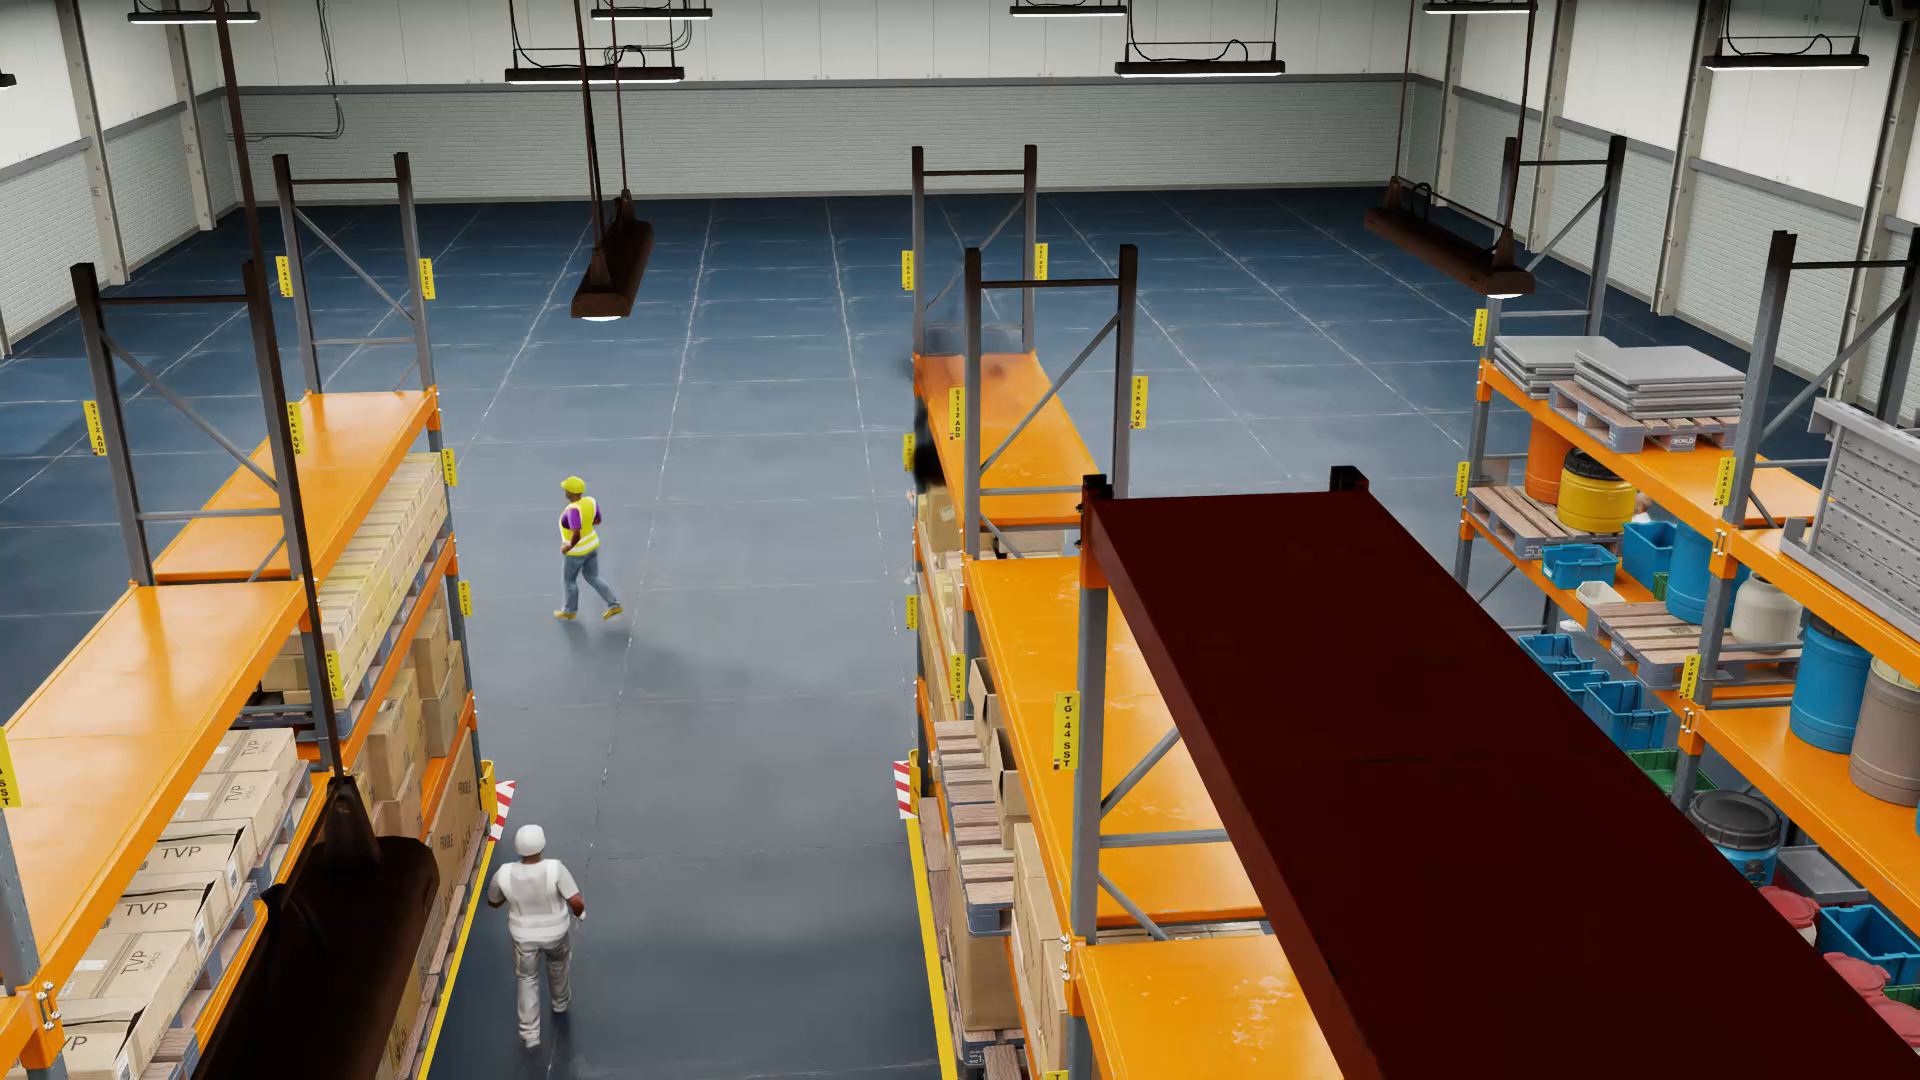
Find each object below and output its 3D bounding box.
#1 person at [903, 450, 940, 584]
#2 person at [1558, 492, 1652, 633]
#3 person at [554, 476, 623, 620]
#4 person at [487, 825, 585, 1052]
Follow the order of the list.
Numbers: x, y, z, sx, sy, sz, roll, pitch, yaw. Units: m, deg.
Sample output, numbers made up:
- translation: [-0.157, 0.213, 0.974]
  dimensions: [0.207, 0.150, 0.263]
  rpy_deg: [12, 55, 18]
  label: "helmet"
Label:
- translation: [-0.312, -0.184, 19.754]
  dimensions: [0.990, 1.823, 0.623]
  rpy_deg: [11, 24, 26]
  label: "person"
- translation: [7.375, 0.274, 18.460]
  dimensions: [1.180, 1.719, 0.727]
  rpy_deg: [10, 24, 24]
  label: "person"
- translation: [-4.298, 0.112, 18.874]
  dimensions: [0.911, 1.758, 0.705]
  rpy_deg: [10, 24, 24]
  label: "person"
- translation: [-3.042, 2.825, 12.039]
  dimensions: [0.691, 1.762, 0.994]
  rpy_deg: [-4, 22, -9]
  label: "person"
